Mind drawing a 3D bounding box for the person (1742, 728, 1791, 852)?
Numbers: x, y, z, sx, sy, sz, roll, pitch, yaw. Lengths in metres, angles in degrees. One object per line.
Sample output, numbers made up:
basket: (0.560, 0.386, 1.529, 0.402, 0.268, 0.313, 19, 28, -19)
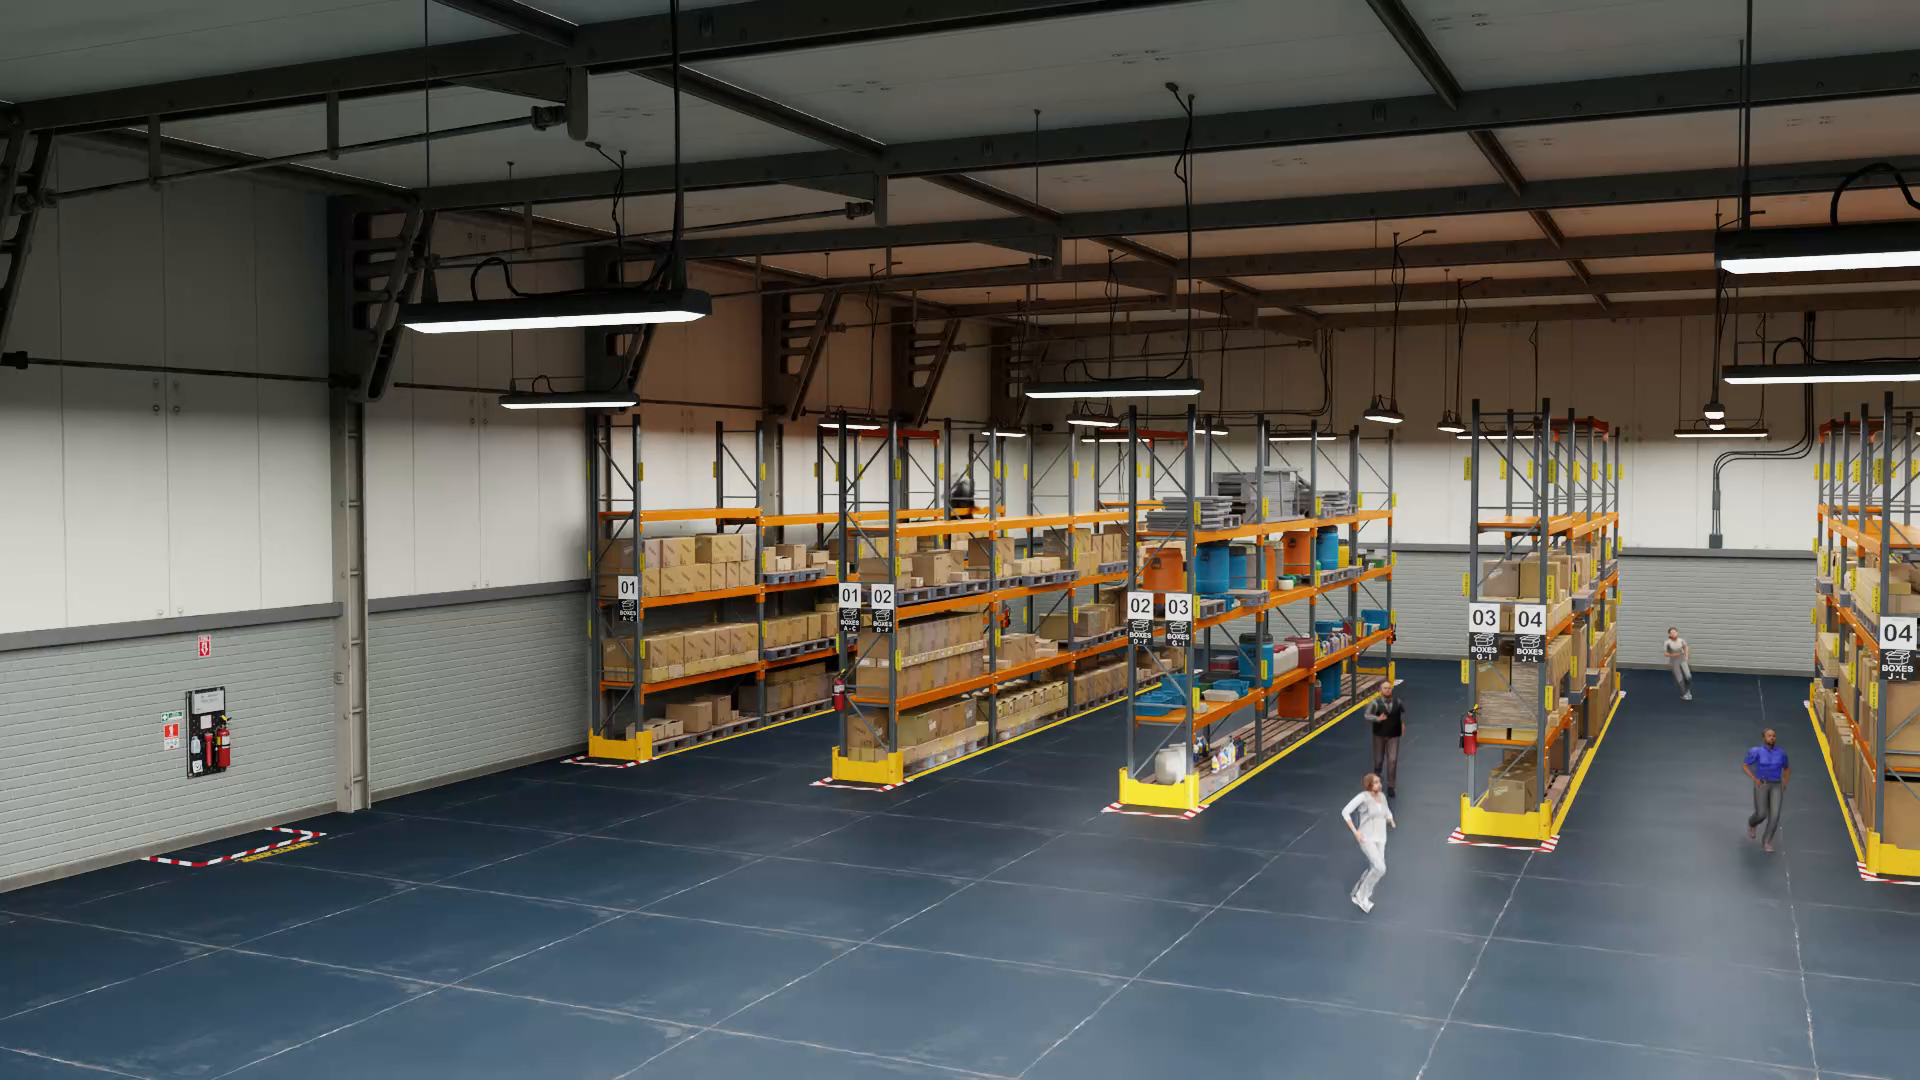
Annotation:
person: (10.708, 3.292, 22.060, 0.616, 1.608, 0.549, 0, 2, 5)

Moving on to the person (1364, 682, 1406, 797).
person: (6.601, 3.054, 25.782, 0.689, 1.712, 0.939, 0, 2, 4)

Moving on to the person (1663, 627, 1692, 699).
person: (15.693, 2.702, 36.353, 0.650, 1.589, 0.583, 0, 2, 5)

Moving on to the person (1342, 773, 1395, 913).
person: (4.675, 3.424, 18.859, 0.593, 1.577, 0.557, -1, 3, -30)
